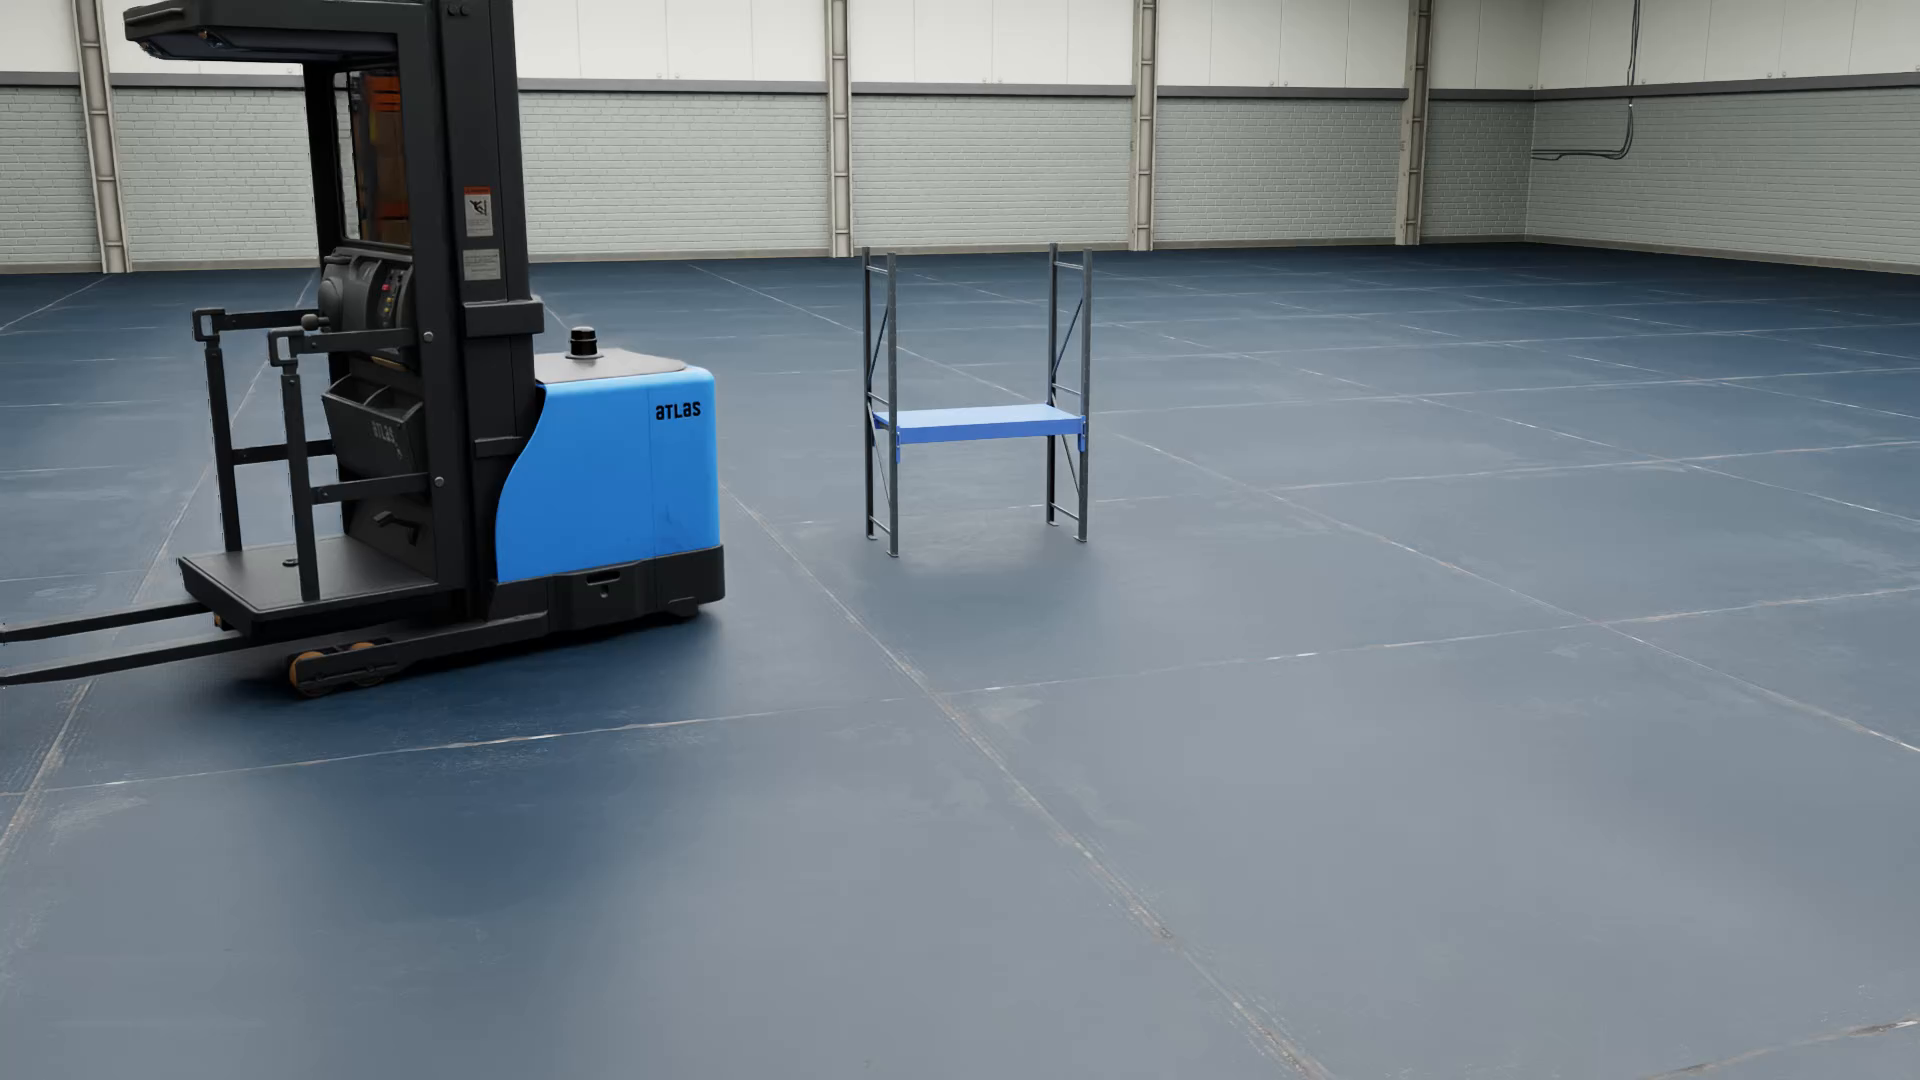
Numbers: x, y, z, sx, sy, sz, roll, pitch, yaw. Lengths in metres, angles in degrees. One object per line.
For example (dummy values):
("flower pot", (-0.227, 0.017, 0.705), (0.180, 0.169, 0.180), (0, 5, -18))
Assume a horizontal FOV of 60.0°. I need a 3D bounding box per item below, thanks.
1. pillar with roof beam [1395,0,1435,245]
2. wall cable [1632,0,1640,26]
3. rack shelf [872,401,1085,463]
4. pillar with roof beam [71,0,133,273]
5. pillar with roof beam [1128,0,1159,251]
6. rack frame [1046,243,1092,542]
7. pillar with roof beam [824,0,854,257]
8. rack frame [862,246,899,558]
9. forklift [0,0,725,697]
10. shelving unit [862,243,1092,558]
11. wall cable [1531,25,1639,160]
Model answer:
("pillar with roof beam", (10.567, -9.516, 29.201), (0.400, 9.000, 9.100), (-4, 14, -18))
("wall cable", (13.270, -10.740, 30.146), (0.112, 2.526, 3.097), (-4, 14, -18))
("rack shelf", (0.081, -0.561, 8.537), (1.000, 0.185, 0.538), (-4, 14, -18))
("pillar with roof beam", (-12.180, -7.744, 21.754), (0.400, 9.000, 9.100), (-4, 14, -18))
("pillar with roof beam", (4.880, -9.073, 27.339), (0.400, 9.000, 9.100), (-4, 14, -18))
("rack frame", (0.563, -0.773, 8.653), (0.032, 1.500, 0.500), (-4, 14, -18))
("pillar with roof beam", (-0.807, -8.630, 25.478), (0.400, 9.000, 9.100), (-4, 14, -18))
("rack frame", (-0.401, -0.698, 8.338), (0.032, 1.500, 0.500), (-4, 14, -18))
("forklift", (-2.499, -0.980, 6.429), (3.031, 2.935, 1.130), (-10, 17, -37))
("shelving unit", (0.081, -0.736, 8.496), (1.048, 1.500, 0.538), (-4, 14, -18))
("wall cable", (12.408, -8.877, 33.224), (0.112, 2.526, 3.097), (-4, 14, -18))
